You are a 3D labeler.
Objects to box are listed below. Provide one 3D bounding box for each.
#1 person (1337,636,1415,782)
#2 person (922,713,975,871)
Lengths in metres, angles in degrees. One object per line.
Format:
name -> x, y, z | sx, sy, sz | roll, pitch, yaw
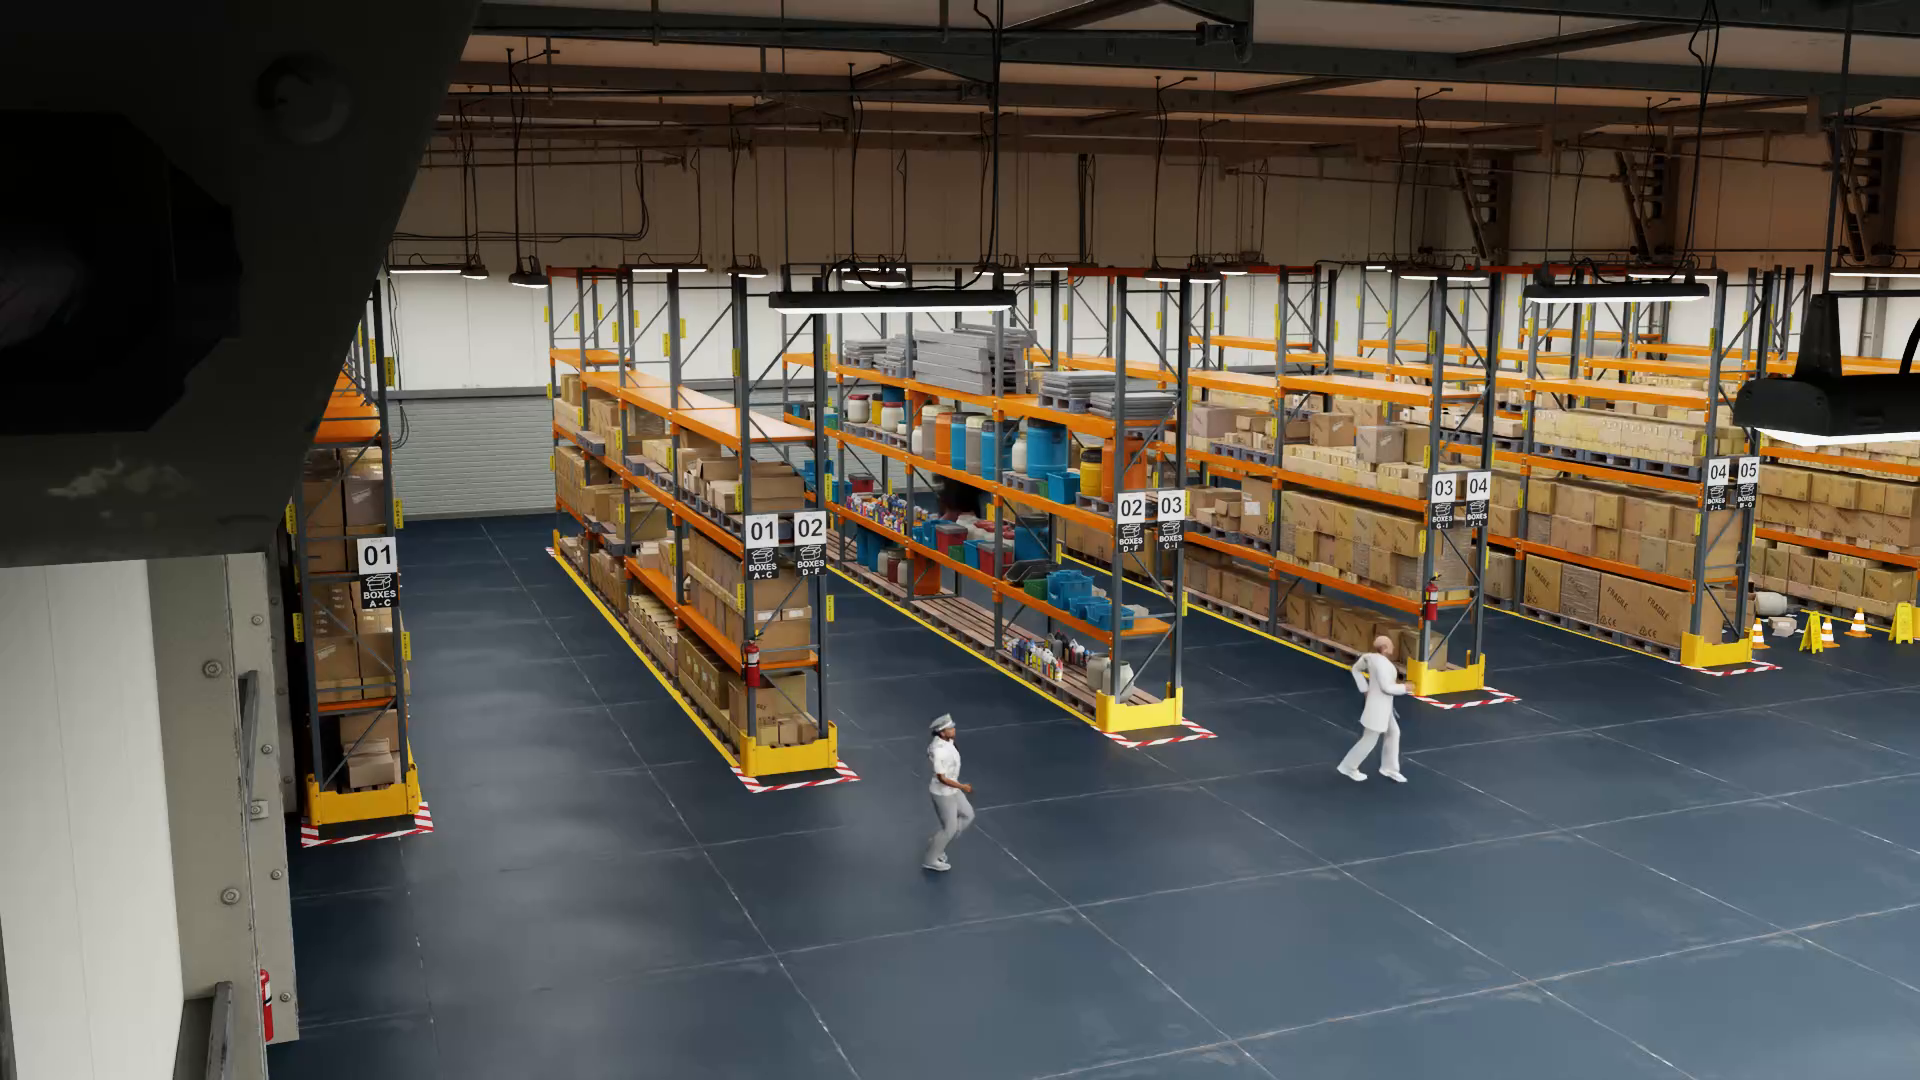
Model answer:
person -> 4.962, 2.041, 19.826 | 0.870, 1.827, 0.679 | 1, 10, 6
person -> -0.119, 2.576, 17.107 | 0.541, 1.661, 0.582 | 0, 10, 3
